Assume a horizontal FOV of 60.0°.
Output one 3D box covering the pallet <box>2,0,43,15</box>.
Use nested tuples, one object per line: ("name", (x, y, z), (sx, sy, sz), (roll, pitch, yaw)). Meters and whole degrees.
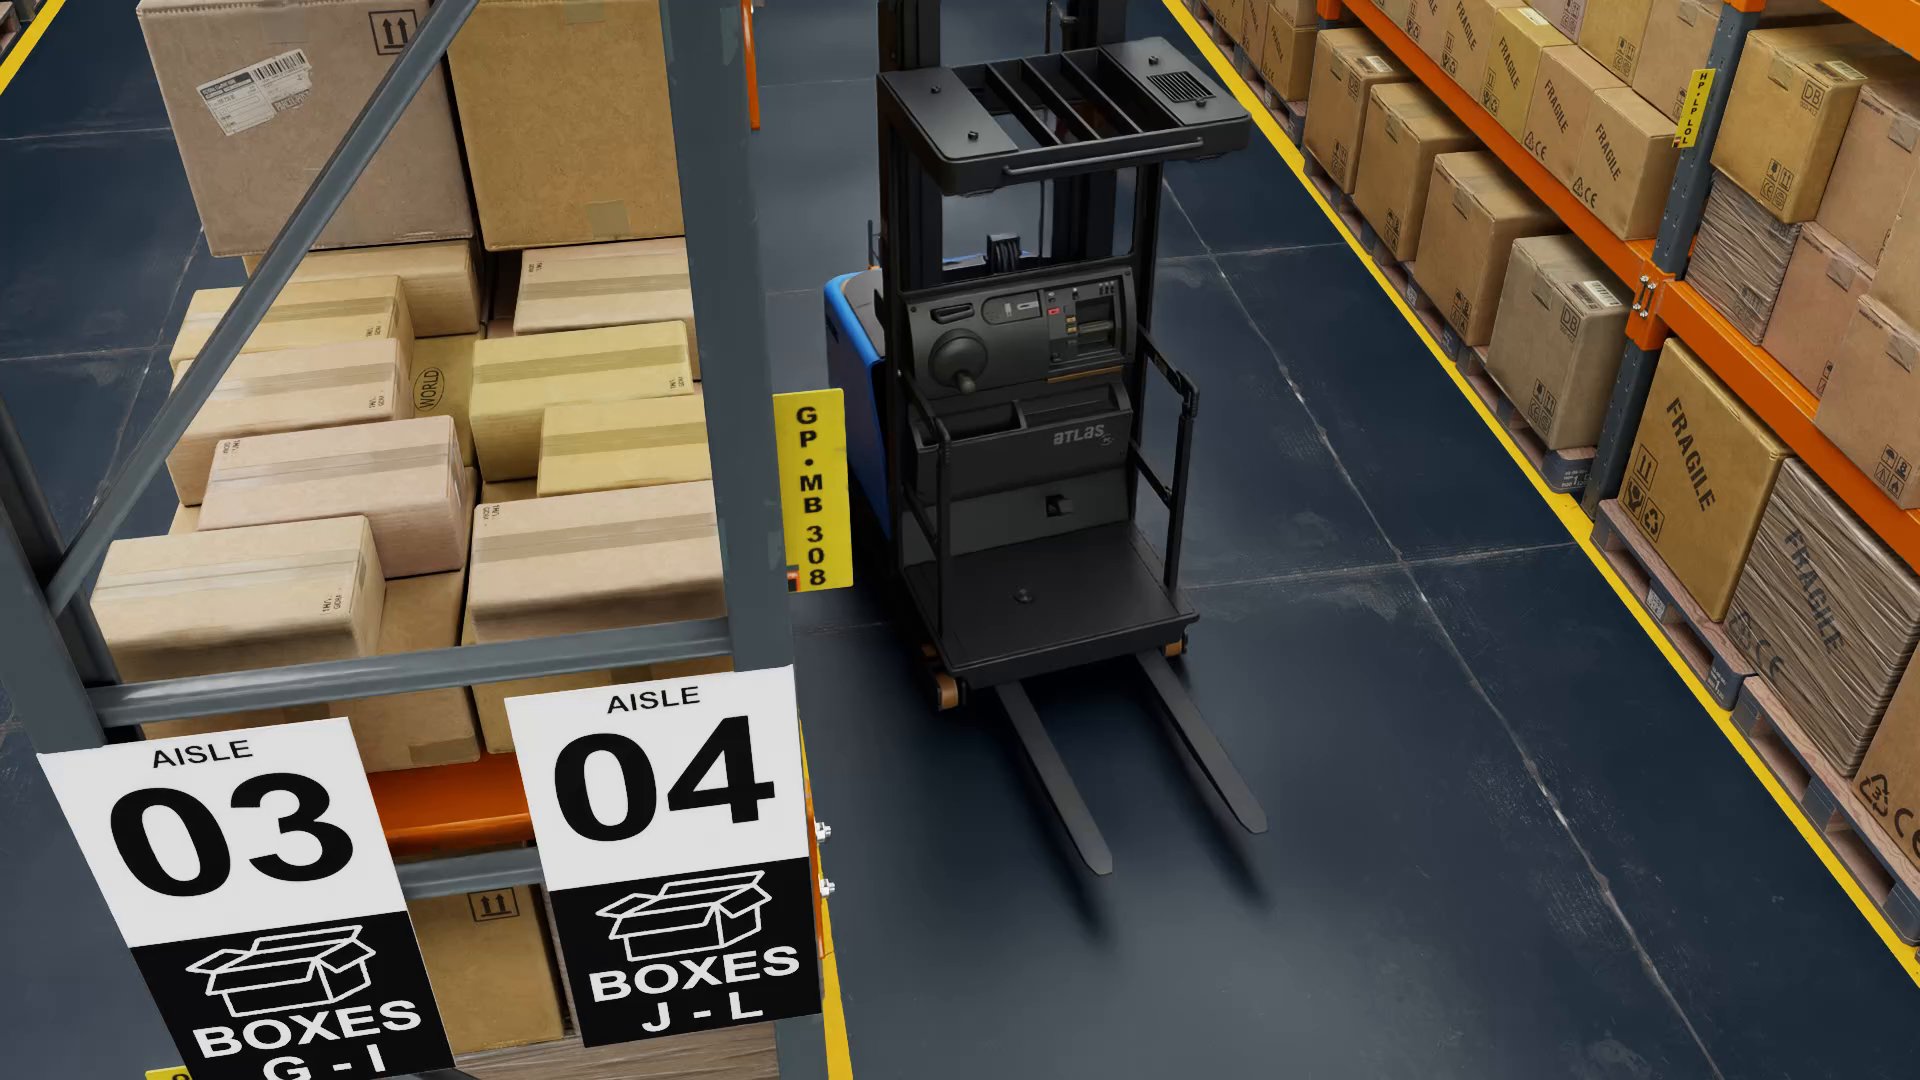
("pallet", (-7.880, -4.526, 13.404), (1.003, 0.211, 1.213), (-6, 38, -8))

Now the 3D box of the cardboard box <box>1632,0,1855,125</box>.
("cardboard box", (3.373, -2.094, 7.104), (0.700, 0.500, 0.500), (-7, 38, -9))

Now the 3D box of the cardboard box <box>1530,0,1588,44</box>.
("cardboard box", (3.193, -2.710, 7.896), (0.700, 0.500, 0.500), (-6, 38, -8))

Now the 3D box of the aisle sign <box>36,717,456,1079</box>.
("aisle sign", (-1.018, 0.571, 2.451), (0.394, 0.787, 0.004), (-6, 38, -8))

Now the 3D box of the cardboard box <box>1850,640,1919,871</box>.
("cardboard box", (3.827, 0.795, 5.671), (0.875, 0.875, 0.875), (-7, 38, -9))

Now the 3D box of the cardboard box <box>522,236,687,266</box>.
("cardboard box", (-0.686, -0.572, 3.393), (0.380, 0.149, 0.250), (-6, 38, -8))

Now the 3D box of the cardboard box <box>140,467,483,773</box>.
("cardboard box", (-1.068, 0.139, 2.804), (0.500, 0.250, 0.500), (-5, 38, -7))

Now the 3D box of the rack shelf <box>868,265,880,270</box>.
("rack shelf", (-0.285, -1.226, 7.836), (0.258, 0.103, 0.180), (-12, 39, -15))

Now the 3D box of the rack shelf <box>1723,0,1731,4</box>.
("rack shelf", (3.116, -3.469, 7.911), (1.077, 0.370, 4.000), (-6, 38, -8))

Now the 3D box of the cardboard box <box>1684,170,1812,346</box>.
("cardboard box", (3.543, -1.198, 6.725), (0.875, 0.550, 0.550), (-6, 38, -8))

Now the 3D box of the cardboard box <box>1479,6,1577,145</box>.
("cardboard box", (2.934, -2.297, 8.180), (0.500, 0.500, 0.500), (-6, 38, -7))

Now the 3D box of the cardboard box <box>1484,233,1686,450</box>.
("cardboard box", (3.269, -1.003, 8.088), (1.050, 0.750, 0.750), (-6, 38, -8))

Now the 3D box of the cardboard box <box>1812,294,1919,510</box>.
("cardboard box", (3.640, -0.529, 5.864), (0.875, 0.550, 0.550), (-6, 38, -8))

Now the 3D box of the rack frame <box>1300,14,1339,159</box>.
("rack frame", (2.765, -3.776, 10.166), (1.000, 3.000, 0.127), (-6, 38, -8))

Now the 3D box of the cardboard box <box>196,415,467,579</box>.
("cardboard box", (-1.019, -0.059, 2.733), (0.380, 0.149, 0.250), (-7, 38, -9))

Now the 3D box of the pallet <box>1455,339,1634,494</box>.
("pallet", (3.257, -0.717, 8.501), (1.003, 0.211, 1.213), (-6, 38, -8))

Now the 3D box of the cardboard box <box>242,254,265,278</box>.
("cardboard box", (-1.310, -0.675, 3.527), (0.380, 0.149, 0.250), (-8, 39, -10))

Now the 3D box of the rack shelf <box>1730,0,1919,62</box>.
("rack shelf", (3.817, -1.053, 4.802), (1.077, 0.370, 4.000), (-6, 38, -8))

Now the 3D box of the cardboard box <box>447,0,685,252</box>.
("cardboard box", (-0.728, -0.937, 3.334), (0.500, 0.500, 0.500), (-6, 38, -8))

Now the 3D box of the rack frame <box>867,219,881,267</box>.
("rack frame", (-0.314, -1.030, 8.098), (0.240, 1.200, 0.006), (-12, 39, -15))

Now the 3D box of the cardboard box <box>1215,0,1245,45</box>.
("cardboard box", (2.196, -3.956, 12.092), (0.500, 0.500, 0.500), (-8, 39, -10))

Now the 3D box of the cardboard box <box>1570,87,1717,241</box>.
("cardboard box", (3.112, -1.686, 7.394), (0.500, 0.500, 0.500), (-6, 38, -8))

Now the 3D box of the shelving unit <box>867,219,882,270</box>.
("shelving unit", (-0.285, -0.977, 8.030), (0.258, 1.200, 0.189), (-12, 39, -15))

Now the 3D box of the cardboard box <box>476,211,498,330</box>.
("cardboard box", (-1.240, -0.473, 3.591), (0.500, 0.250, 0.500), (-5, 38, -7))

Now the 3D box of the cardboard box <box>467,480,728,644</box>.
("cardboard box", (-0.554, 0.054, 2.588), (0.380, 0.149, 0.250), (-6, 38, -8))

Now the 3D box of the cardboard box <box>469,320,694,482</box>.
("cardboard box", (-0.670, -0.252, 2.982), (0.380, 0.149, 0.250), (-7, 38, -9))

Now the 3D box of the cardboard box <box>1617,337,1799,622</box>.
("cardboard box", (3.508, -0.300, 7.080), (0.875, 0.875, 0.875), (-6, 38, -7))

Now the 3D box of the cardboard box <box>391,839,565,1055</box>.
("cardboard box", (-1.073, 0.671, 3.303), (0.500, 0.500, 0.500), (-6, 38, -8))

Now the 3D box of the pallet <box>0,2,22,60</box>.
("pallet", (-7.619, -3.615, 12.232), (1.003, 0.211, 1.213), (-6, 38, -8))

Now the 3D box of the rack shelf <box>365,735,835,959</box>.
("rack shelf", (-1.084, -0.580, 4.193), (1.077, 0.370, 4.000), (-6, 38, -8))

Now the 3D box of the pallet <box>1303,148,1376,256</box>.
("pallet", (2.829, -2.191, 10.398), (1.003, 0.211, 1.213), (-6, 38, -8))

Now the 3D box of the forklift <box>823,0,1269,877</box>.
("forklift", (0.319, -0.742, 6.316), (1.130, 2.935, 3.031), (-12, 39, -15))

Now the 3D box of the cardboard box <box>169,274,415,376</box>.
("cardboard box", (-1.243, -0.361, 3.122), (0.380, 0.149, 0.250), (-6, 38, -8))

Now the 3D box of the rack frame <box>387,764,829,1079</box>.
("rack frame", (-0.733, 1.528, 3.338), (1.000, 3.000, 0.127), (-6, 38, -8))

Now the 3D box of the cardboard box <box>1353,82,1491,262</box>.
("cardboard box", (2.940, -2.149, 9.562), (1.050, 0.750, 0.750), (-6, 38, -7))

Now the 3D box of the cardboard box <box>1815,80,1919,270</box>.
("cardboard box", (3.708, -1.300, 5.976), (0.875, 0.550, 0.550), (-6, 38, -8))

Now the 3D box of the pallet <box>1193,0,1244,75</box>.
("pallet", (2.419, -3.883, 12.576), (1.003, 0.211, 1.213), (-6, 38, -8))

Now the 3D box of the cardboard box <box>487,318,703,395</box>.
("cardboard box", (-0.660, -0.227, 3.274), (0.500, 0.250, 0.500), (-7, 38, -9))

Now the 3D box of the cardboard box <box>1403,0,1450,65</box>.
("cardboard box", (2.758, -2.904, 8.962), (0.500, 0.500, 0.500), (-6, 38, -8))

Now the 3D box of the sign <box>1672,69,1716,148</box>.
("sign", (2.934, -1.722, 6.642), (0.100, 0.325, 0.005), (-6, 38, -8))

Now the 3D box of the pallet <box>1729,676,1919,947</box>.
("pallet", (3.740, 0.947, 6.359), (1.003, 0.211, 1.213), (-6, 38, -8))

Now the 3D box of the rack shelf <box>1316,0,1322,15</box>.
("rack shelf", (2.414, -4.700, 11.942), (1.077, 0.370, 4.000), (-6, 38, -8))

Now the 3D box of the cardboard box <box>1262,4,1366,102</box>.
("cardboard box", (2.392, -3.324, 11.279), (0.500, 0.500, 0.500), (-6, 38, -8))
